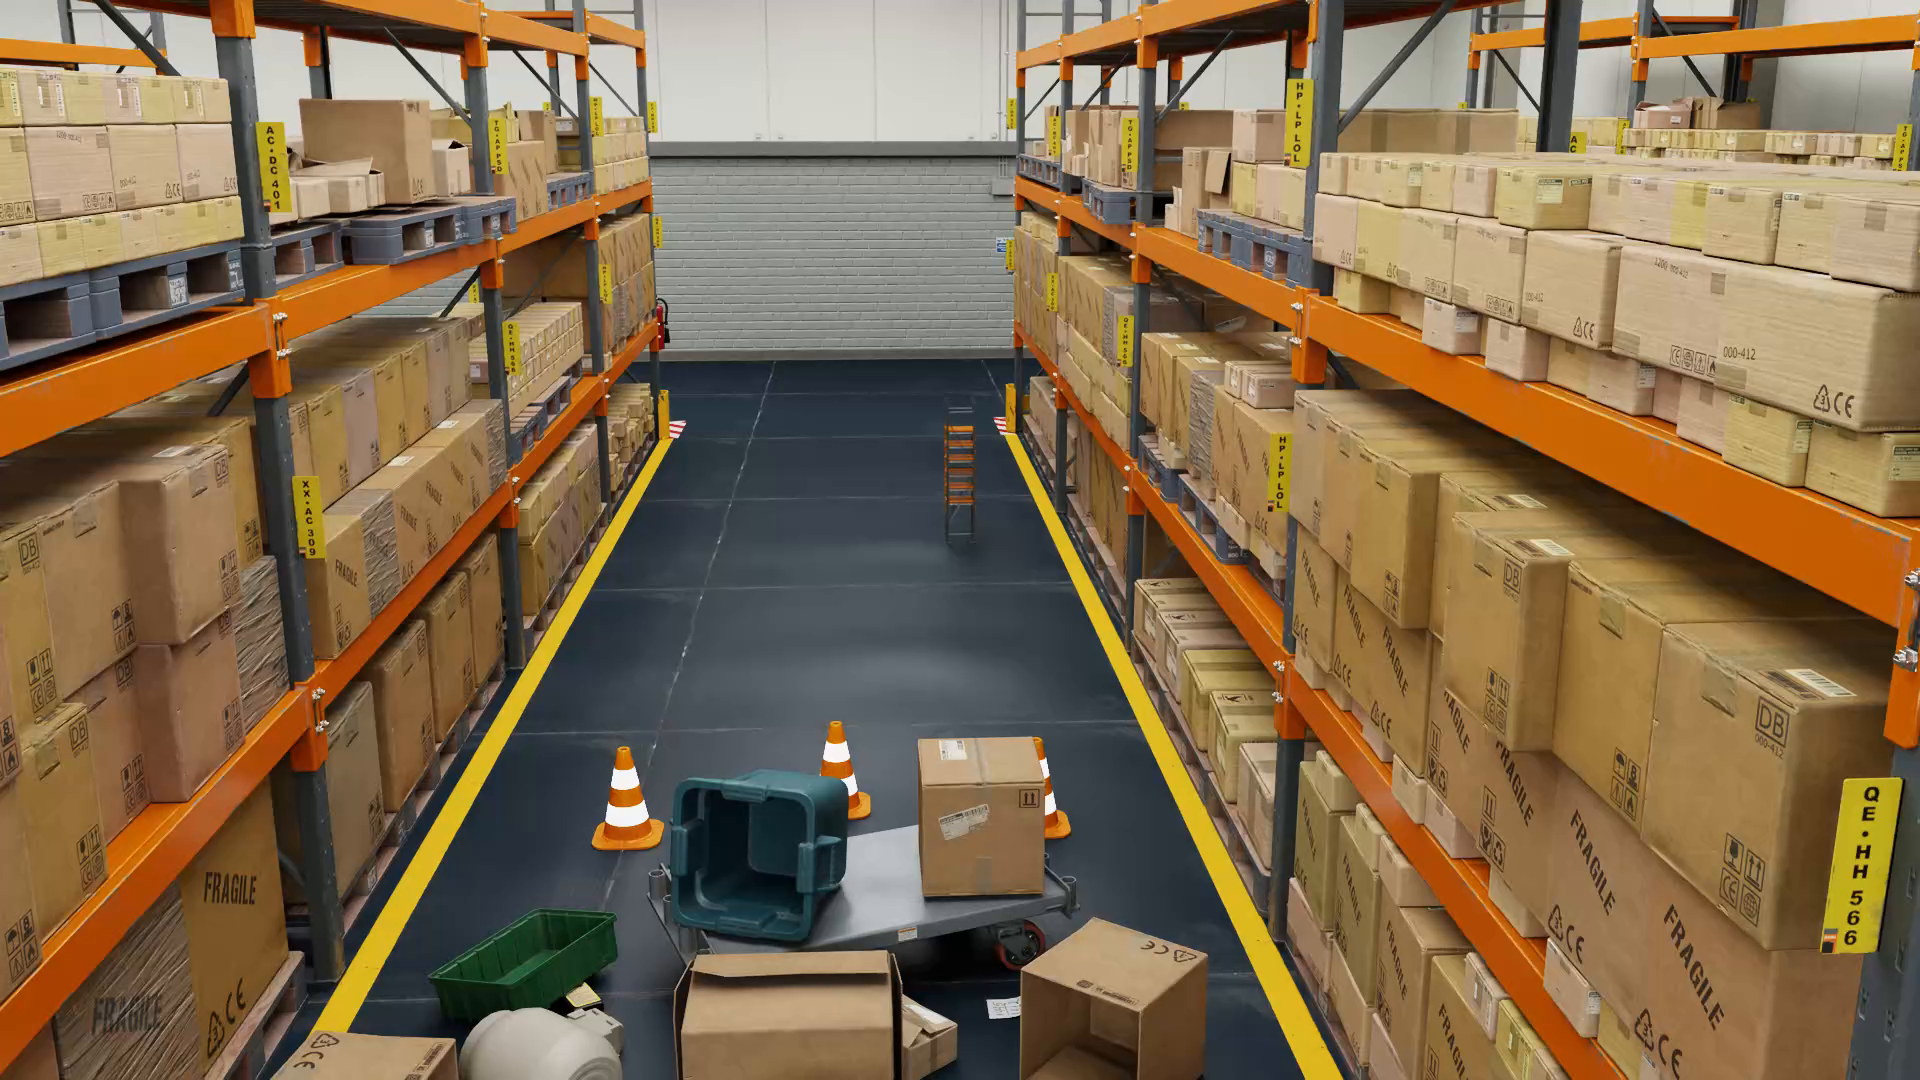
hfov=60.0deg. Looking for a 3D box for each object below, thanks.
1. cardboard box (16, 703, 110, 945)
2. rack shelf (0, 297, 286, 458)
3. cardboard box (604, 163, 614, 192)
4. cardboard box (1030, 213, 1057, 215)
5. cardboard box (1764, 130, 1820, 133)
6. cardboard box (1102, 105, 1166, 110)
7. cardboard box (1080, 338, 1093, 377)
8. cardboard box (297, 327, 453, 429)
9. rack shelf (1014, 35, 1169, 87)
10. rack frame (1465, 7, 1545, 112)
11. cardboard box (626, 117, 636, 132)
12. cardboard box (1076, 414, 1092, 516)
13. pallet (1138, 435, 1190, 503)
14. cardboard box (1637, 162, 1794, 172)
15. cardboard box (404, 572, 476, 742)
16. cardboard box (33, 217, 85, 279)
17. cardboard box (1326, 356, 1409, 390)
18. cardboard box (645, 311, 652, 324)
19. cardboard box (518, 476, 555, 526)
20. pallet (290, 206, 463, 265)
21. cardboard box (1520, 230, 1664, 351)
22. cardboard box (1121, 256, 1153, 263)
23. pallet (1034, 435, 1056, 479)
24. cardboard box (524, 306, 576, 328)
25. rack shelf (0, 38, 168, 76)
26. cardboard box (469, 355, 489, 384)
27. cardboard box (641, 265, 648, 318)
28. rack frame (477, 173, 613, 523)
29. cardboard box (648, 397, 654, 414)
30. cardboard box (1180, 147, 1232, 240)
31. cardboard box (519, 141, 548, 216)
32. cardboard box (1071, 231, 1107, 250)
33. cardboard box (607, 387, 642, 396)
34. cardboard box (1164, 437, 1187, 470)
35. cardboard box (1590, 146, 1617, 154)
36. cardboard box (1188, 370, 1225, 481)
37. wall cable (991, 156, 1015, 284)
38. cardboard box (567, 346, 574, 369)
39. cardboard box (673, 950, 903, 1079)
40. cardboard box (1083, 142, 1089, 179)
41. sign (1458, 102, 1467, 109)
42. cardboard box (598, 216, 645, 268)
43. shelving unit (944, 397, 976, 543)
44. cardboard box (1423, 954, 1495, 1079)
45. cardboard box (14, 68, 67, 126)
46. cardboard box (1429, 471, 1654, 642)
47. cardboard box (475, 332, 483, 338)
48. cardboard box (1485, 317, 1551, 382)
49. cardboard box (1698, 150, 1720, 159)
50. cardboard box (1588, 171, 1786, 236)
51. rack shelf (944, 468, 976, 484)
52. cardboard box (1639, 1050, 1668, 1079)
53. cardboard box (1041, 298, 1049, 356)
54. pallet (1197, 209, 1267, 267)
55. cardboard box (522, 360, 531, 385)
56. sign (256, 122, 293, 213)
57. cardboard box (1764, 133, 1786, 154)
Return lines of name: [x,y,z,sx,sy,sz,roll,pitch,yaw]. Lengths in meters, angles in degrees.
cardboard box: [-2.937,0.801,4.591,0.875,0.550,0.500,-1,14,-3]
rack shelf: [-2.953,-0.227,4.314,1.077,0.370,4.000,-1,14,-3]
cardboard box: [-3.378,-3.234,14.856,0.500,0.250,0.500,-1,14,-4]
cardboard box: [0.947,-3.396,17.698,0.380,0.149,0.250,-1,14,-2]
cardboard box: [6.479,-3.121,12.980,0.380,0.149,0.250,-1,14,-3]
cardboard box: [1.535,-3.614,14.789,0.500,0.500,0.500,-1,14,-2]
cardboard box: [1.206,-1.386,12.692,0.500,0.250,0.500,-1,14,-5]
cardboard box: [-3.274,-0.910,9.337,0.700,0.500,0.500,-1,14,-4]
rack shelf: [1.238,-4.572,15.984,1.077,0.370,4.000,-1,14,-3]
rack frame: [6.068,-5.689,18.079,1.000,3.000,0.127,-1,14,-3]
cardboard box: [-3.448,-4.151,16.618,0.380,0.149,0.250,-1,14,-3]
cardboard box: [1.480,-0.733,14.276,0.875,0.875,0.875,0,14,-2]
pallet: [1.760,-0.448,10.134,1.213,0.211,1.003,-1,14,-3]
cardboard box: [2.242,-1.042,4.941,0.380,0.149,0.250,-1,14,-3]
cardboard box: [-3.320,0.641,9.187,1.050,0.750,0.750,-1,14,-3]
cardboard box: [-2.655,-0.801,4.560,0.380,0.149,0.250,-1,14,-4]
cardboard box: [2.011,-0.823,8.263,0.380,0.149,0.250,0,14,0]
cardboard box: [-3.518,-2.406,17.863,0.380,0.149,0.250,-1,14,-3]
cardboard box: [-3.158,-0.272,11.734,0.500,0.250,0.500,-1,14,-4]
pallet: [-3.160,-1.539,8.347,1.003,0.211,1.213,0,14,-1]
cardboard box: [1.737,-0.628,4.133,0.500,0.250,0.500,0,14,-2]
cardboard box: [1.640,-2.137,14.105,0.500,0.500,0.500,0,14,-2]
pallet: [1.314,-0.855,16.928,1.003,0.211,1.213,-1,14,-3]
cardboard box: [-3.336,-1.816,13.533,0.380,0.149,0.250,-1,14,-5]
rack shelf: [-8.653,-4.419,15.389,1.077,0.370,4.000,-1,14,-3]
cardboard box: [-3.161,-1.104,10.765,0.380,0.149,0.250,-1,14,-3]
cardboard box: [-3.509,-2.561,17.164,0.500,0.500,0.500,-1,14,-4]
rack frame: [-3.573,-1.610,14.264,1.000,3.000,0.127,-1,14,-3]
cardboard box: [-3.503,-1.445,17.903,0.380,0.149,0.250,-1,14,-5]
cardboard box: [1.658,-1.982,9.489,0.700,0.500,0.500,-1,14,-3]
cardboard box: [-3.169,-2.511,11.545,0.500,0.500,0.500,-1,14,-3]
cardboard box: [1.117,-2.697,14.981,0.380,0.149,0.250,-1,14,-2]
cardboard box: [-3.577,-1.524,17.616,0.380,0.149,0.250,-1,14,-2]
cardboard box: [1.395,-0.506,9.636,0.380,0.149,0.250,-1,14,-3]
cardboard box: [6.036,-3.429,15.019,0.500,0.250,0.500,-1,14,-3]
cardboard box: [1.508,-0.611,8.741,0.500,0.500,0.500,-1,14,-6]
wall cable: [0.741,-4.616,23.843,0.585,1.953,0.123,-1,14,-3]
cardboard box: [-3.320,-1.469,13.379,0.380,0.149,0.250,-1,14,-4]
cardboard box: [-0.597,1.786,5.803,0.797,0.637,0.503,-1,14,-3]
cardboard box: [1.125,-2.843,12.462,0.396,0.266,0.258,0,14,1]
sign: [5.526,-4.651,18.311,0.100,0.325,0.005,-1,14,-3]
cardboard box: [-3.513,-3.045,17.039,0.500,0.500,0.500,-1,14,-5]
shelving unit: [0.001,-0.577,13.863,0.258,1.200,0.189,-1,14,-3]
cardboard box: [1.735,1.587,5.007,0.500,0.500,0.500,-1,14,-5]
cardboard box: [-2.659,-1.189,4.470,0.380,0.149,0.250,-1,14,-4]
cardboard box: [1.805,0.095,4.833,0.700,0.500,0.500,-1,14,-4]
cardboard box: [-3.956,-1.537,13.046,0.380,0.149,0.250,-2,15,-6]
cardboard box: [1.664,-0.524,4.527,0.380,0.149,0.250,-1,14,-4]
cardboard box: [6.009,-2.974,13.007,0.380,0.149,0.250,-1,14,-2]
cardboard box: [1.815,-0.842,4.164,0.380,0.149,0.250,-1,14,-5]
rack shelf: [0.001,-0.534,13.874,0.258,0.103,0.180,-1,14,-3]
cardboard box: [1.742,1.244,3.678,0.380,0.149,0.250,-1,14,-4]
cardboard box: [1.040,-1.999,15.576,0.500,0.500,0.500,-1,14,-5]
pallet: [1.858,-1.497,8.181,1.213,0.211,1.003,-1,14,-3]
cardboard box: [-3.209,-1.161,11.582,0.380,0.149,0.250,-1,14,-3]
sign: [-2.523,-1.371,6.118,0.100,0.325,0.005,-1,14,-3]
cardboard box: [6.166,-2.915,12.220,0.380,0.149,0.250,-1,14,-3]
